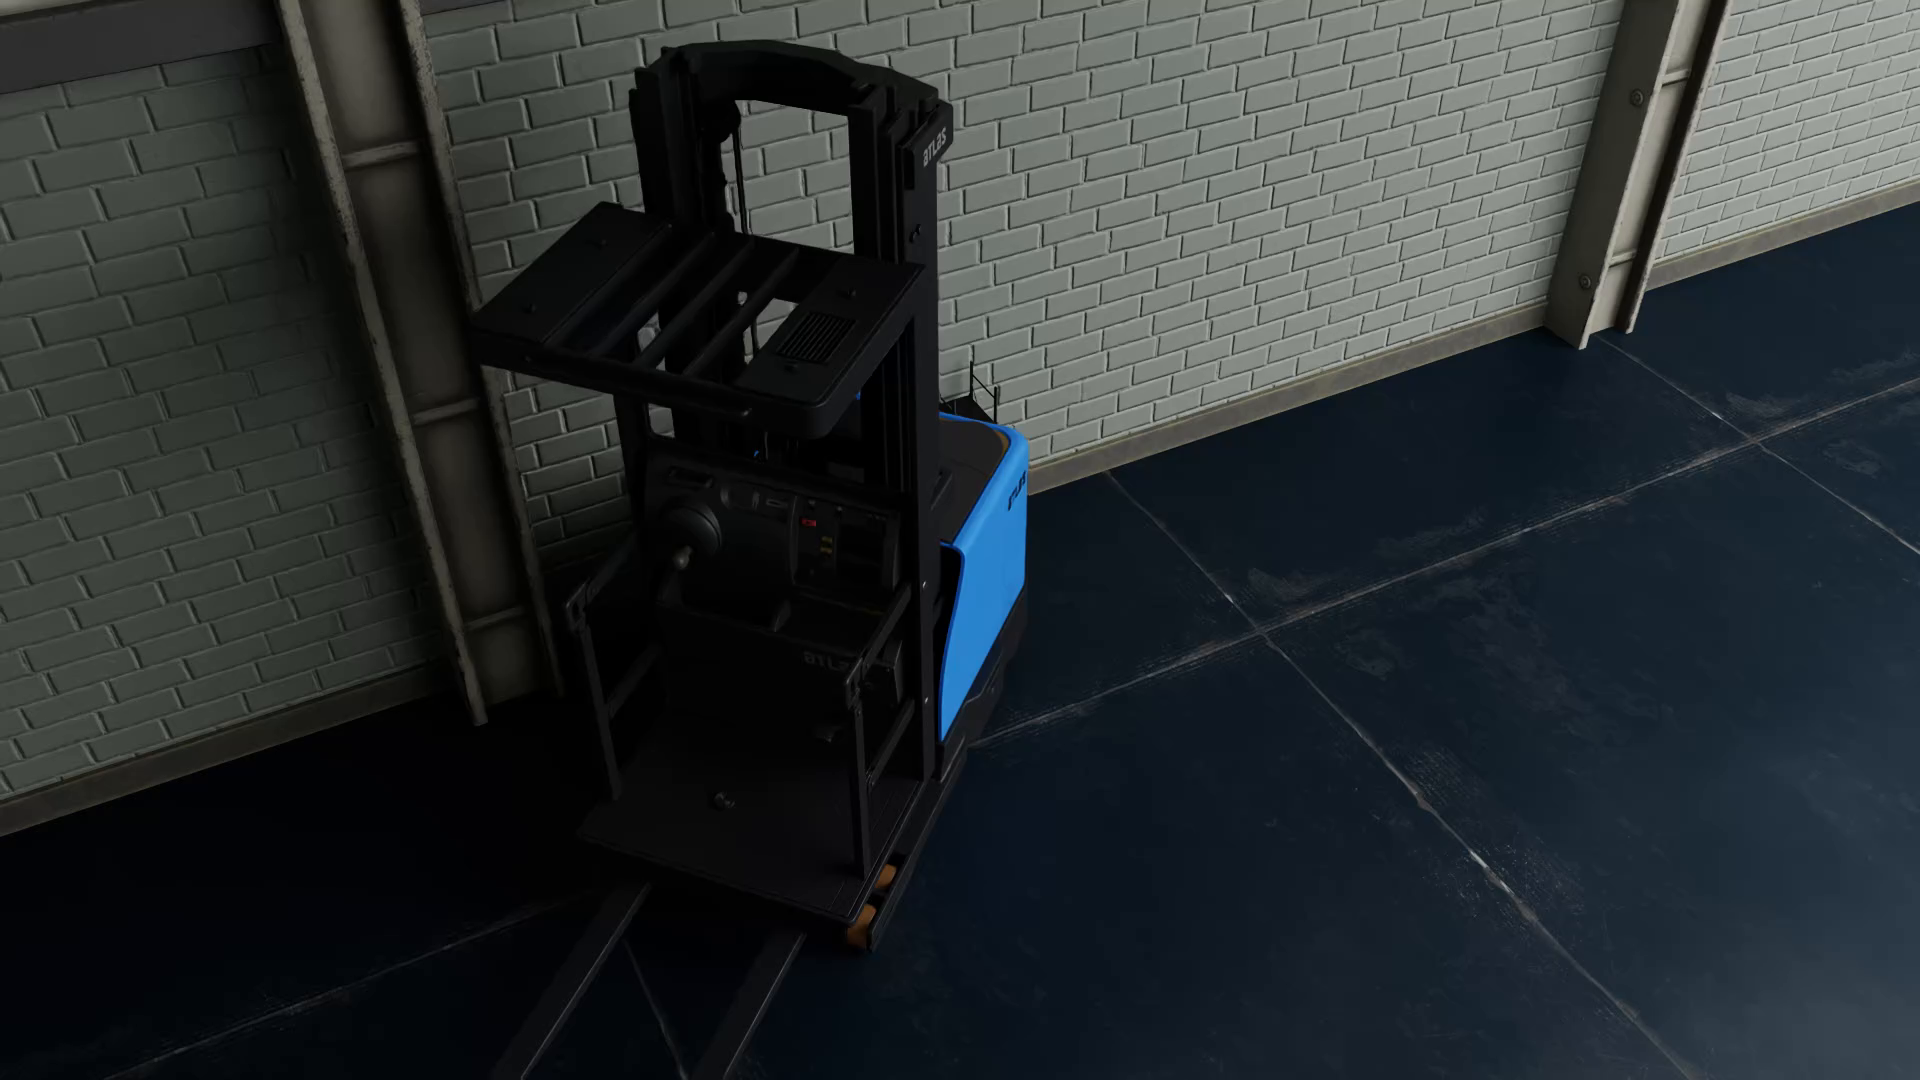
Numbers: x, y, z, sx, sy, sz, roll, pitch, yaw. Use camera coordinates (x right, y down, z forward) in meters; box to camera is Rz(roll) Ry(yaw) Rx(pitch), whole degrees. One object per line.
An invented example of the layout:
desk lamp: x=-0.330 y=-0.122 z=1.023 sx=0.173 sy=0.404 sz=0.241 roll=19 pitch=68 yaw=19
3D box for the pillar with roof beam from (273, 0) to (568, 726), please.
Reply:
pillar with roof beam: x=0.100 y=-0.348 z=1.185 sx=0.400 sy=9.000 sz=9.100 roll=-19 pitch=44 yaw=-21

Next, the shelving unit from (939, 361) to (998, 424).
shelving unit: x=0.013 y=-0.342 z=7.446 sx=0.210 sy=0.900 sz=0.258 roll=-19 pitch=44 yaw=-21

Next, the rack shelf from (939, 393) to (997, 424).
rack shelf: x=0.013 y=-0.522 z=7.293 sx=0.200 sy=0.077 sz=0.258 roll=-19 pitch=44 yaw=-21

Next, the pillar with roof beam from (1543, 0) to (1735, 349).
pillar with roof beam: x=5.422 y=-2.138 z=3.300 sx=0.400 sy=9.000 sz=9.100 roll=-19 pitch=44 yaw=-21

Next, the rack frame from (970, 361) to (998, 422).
rack frame: x=0.102 y=-0.373 z=7.483 sx=0.006 sy=0.900 sz=0.240 roll=-19 pitch=44 yaw=-21

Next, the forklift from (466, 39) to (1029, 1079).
forklift: x=-0.708 y=0.047 z=5.415 sx=1.130 sy=2.935 sz=3.031 roll=14 pitch=42 yaw=16

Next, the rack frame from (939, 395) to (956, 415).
rack frame: x=-0.077 y=-0.311 z=7.409 sx=0.006 sy=0.900 sz=0.240 roll=-19 pitch=44 yaw=-21
